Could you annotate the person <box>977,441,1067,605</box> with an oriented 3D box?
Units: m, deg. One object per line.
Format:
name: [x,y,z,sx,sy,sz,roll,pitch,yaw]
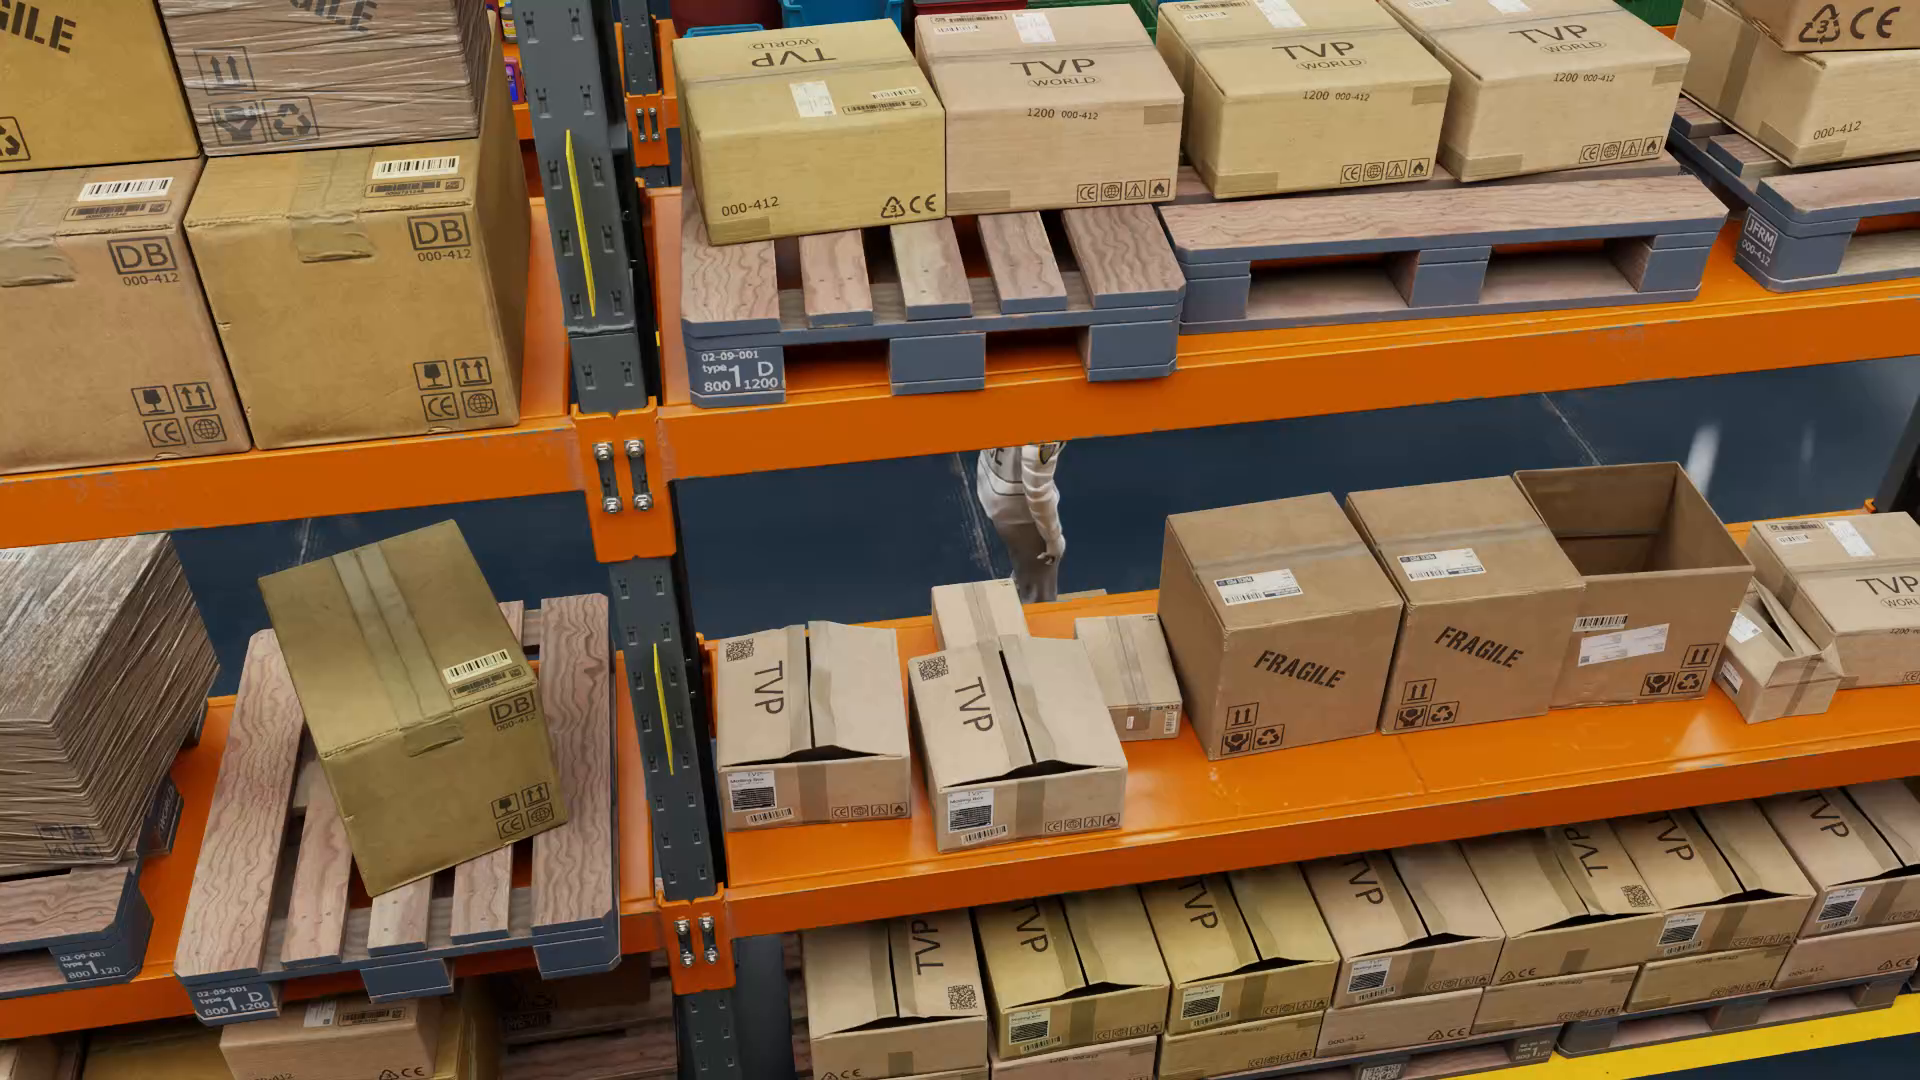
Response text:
person: [0.280,-0.141,6.323,0.410,1.666,0.547,-8,40,-10]
